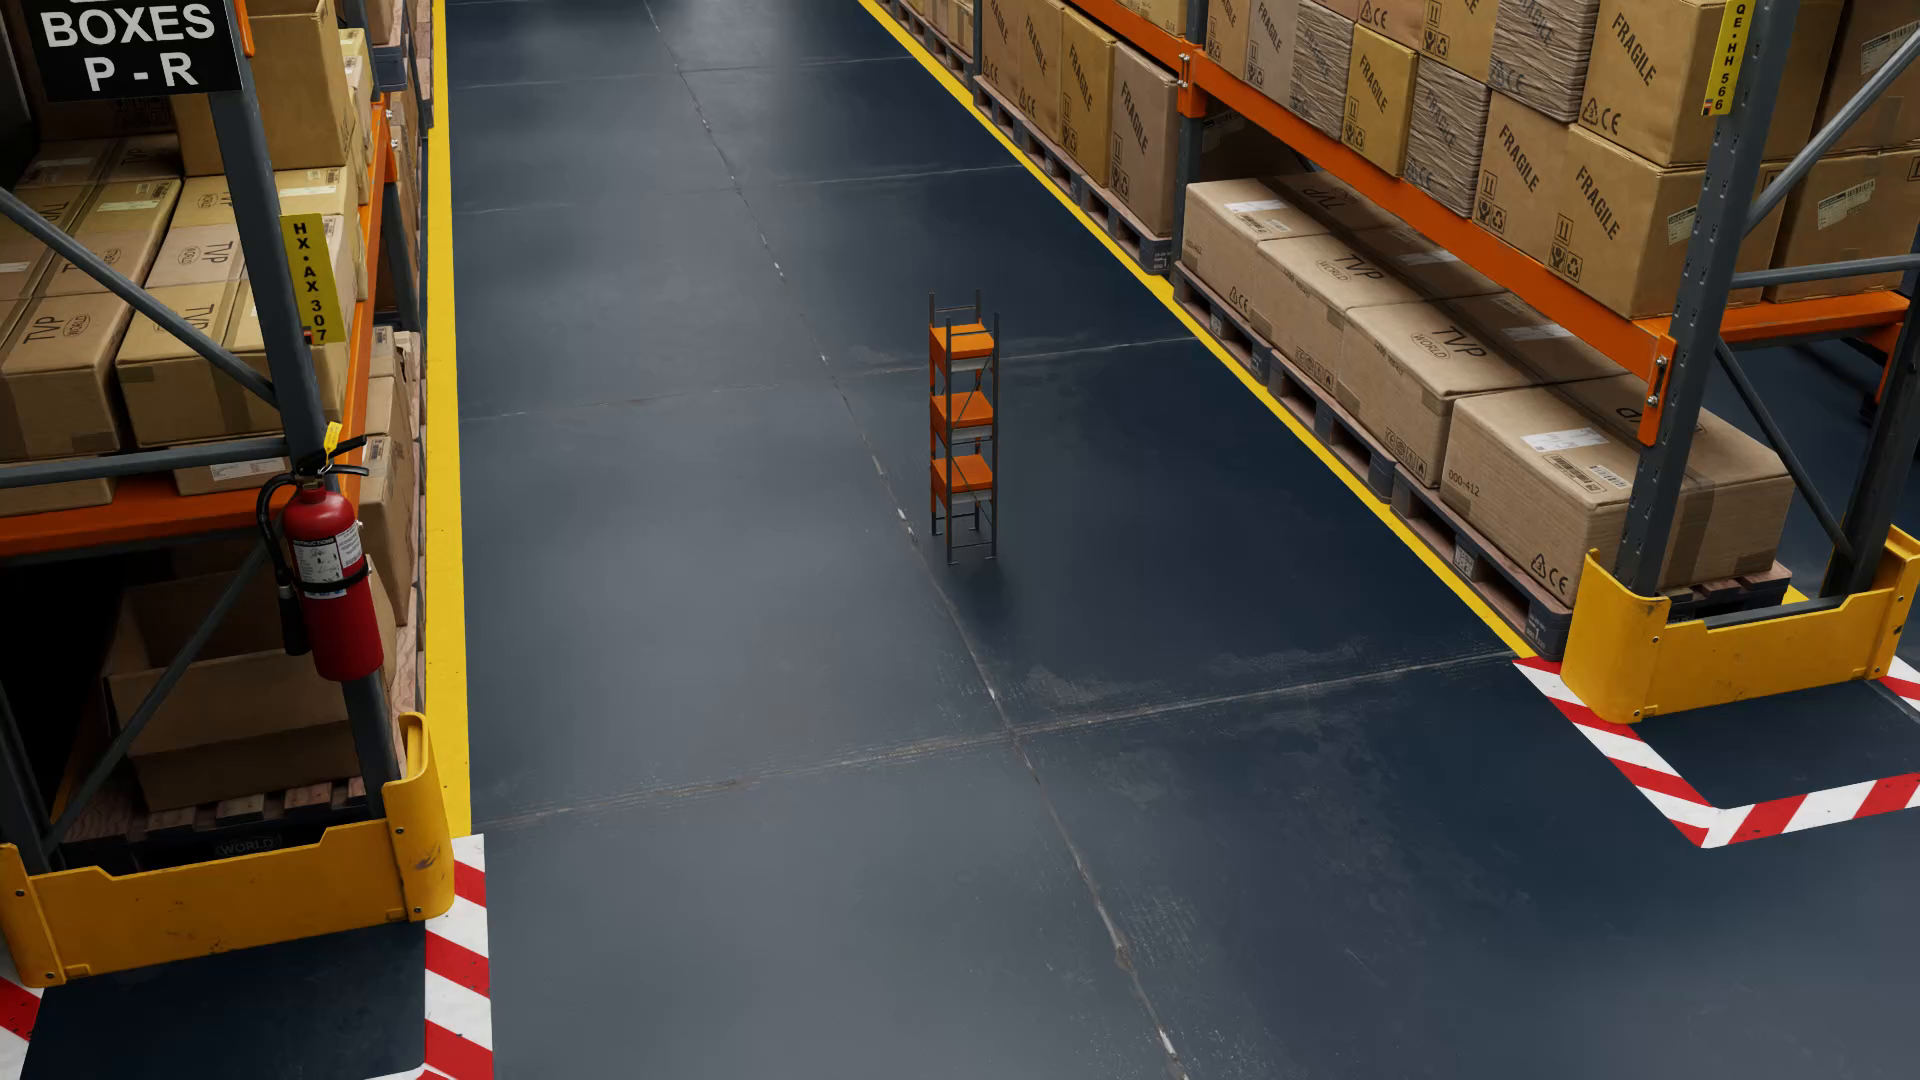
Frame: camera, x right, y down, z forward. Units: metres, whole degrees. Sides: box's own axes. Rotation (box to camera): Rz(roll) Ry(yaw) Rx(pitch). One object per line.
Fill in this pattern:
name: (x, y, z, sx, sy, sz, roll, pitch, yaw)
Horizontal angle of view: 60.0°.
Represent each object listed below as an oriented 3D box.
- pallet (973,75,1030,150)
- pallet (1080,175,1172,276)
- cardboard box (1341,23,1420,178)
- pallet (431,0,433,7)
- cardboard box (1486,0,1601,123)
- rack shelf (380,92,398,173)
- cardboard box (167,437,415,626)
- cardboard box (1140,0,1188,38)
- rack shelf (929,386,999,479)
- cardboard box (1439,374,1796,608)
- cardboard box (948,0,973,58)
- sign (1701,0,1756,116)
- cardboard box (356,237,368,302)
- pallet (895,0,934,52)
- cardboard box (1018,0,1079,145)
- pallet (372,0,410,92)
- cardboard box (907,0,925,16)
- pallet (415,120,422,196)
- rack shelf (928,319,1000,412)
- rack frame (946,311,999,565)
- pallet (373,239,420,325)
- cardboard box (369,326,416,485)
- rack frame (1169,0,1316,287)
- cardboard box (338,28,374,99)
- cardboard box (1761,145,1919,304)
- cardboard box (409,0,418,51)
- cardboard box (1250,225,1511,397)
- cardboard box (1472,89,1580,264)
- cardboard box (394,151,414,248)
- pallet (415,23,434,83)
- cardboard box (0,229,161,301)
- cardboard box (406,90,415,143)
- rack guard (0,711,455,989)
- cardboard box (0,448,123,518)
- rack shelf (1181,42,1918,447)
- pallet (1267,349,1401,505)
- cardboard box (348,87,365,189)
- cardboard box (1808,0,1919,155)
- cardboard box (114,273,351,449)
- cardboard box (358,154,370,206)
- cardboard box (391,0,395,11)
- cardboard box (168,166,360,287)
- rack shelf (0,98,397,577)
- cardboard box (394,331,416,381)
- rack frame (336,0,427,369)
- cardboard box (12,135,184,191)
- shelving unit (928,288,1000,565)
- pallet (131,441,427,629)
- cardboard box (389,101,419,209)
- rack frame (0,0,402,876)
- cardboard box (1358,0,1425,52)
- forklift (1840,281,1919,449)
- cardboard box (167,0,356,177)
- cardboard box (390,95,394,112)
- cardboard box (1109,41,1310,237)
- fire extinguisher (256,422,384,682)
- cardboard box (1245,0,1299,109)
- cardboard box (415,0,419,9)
pallet: (0.731, -3.100, 11.896, 1.003, 0.211, 1.213, -8, 31, -13)
pallet: (1.378, -1.922, 9.860, 1.003, 0.211, 1.213, -8, 31, -13)
cardboard box: (1.920, -1.815, 6.791, 0.500, 0.500, 0.500, -7, 31, -12)
pallet: (-5.423, -5.151, 15.439, 1.003, 0.211, 1.213, -8, 31, -13)
cardboard box: (2.193, -1.760, 5.699, 0.500, 0.500, 0.500, -8, 31, -13)
rack shelf: (-3.660, -2.759, 9.241, 1.077, 0.370, 4.000, -8, 31, -13)
cardboard box: (-2.328, 0.002, 5.829, 0.700, 0.500, 0.500, -7, 31, -11)
cardboard box: (1.294, -2.884, 8.889, 0.500, 0.250, 0.500, -9, 31, -14)
rack shelf: (0.014, -0.419, 6.448, 0.215, 0.259, 0.240, -8, 31, -13)
cardboard box: (2.446, -0.213, 6.261, 0.875, 0.438, 0.875, -9, 31, -15)
cardboard box: (0.454, -4.017, 12.899, 0.950, 0.372, 0.625, -10, 32, -17)
sign: (2.191, -1.373, 4.735, 0.100, 0.325, 0.005, -8, 31, -13)
cardboard box: (-2.184, -0.888, 5.540, 0.380, 0.149, 0.250, -9, 31, -15)
pallet: (0.068, -4.457, 14.240, 1.003, 0.211, 1.213, -8, 31, -13)
cardboard box: (0.930, -3.184, 10.959, 0.875, 0.875, 0.875, -7, 31, -13)
pallet: (-3.236, -2.422, 8.131, 1.003, 0.211, 1.213, -8, 31, -13)
cardboard box: (0.054, -4.739, 14.147, 0.950, 0.372, 0.625, -7, 31, -12)
pallet: (-4.029, -2.464, 10.796, 1.003, 0.211, 1.213, -8, 31, -13)
rack shelf: (0.014, -0.665, 6.305, 0.215, 0.259, 0.240, -8, 31, -13)
rack frame: (0.047, -0.370, 6.341, 0.200, 1.050, 0.008, -8, 31, -13)
pallet: (-3.381, -1.285, 8.760, 1.003, 0.211, 1.213, -8, 31, -13)
cardboard box: (-2.603, -0.500, 6.695, 0.700, 0.500, 0.500, -9, 31, -15)
rack frame: (1.656, -2.766, 8.535, 1.000, 3.000, 0.127, -8, 31, -13)
cardboard box: (-2.759, -1.955, 6.986, 0.500, 0.250, 0.500, -7, 31, -12)
cardboard box: (2.867, -1.148, 5.639, 0.500, 0.500, 0.500, -8, 31, -14)
cardboard box: (-4.703, -4.133, 12.848, 0.875, 0.625, 0.625, -9, 31, -15)
cardboard box: (1.957, -1.089, 7.776, 0.875, 0.438, 0.875, -9, 31, -15)
cardboard box: (2.216, -1.320, 5.936, 0.500, 0.500, 0.500, -8, 31, -14)
cardboard box: (-3.191, -1.724, 8.810, 0.500, 0.500, 0.500, -8, 31, -14)
pallet: (-4.692, -3.820, 13.140, 1.003, 0.211, 1.213, -8, 31, -13)
cardboard box: (-2.581, -0.672, 4.770, 0.500, 0.250, 0.500, -8, 31, -13)
cardboard box: (-3.748, -2.718, 10.527, 0.500, 0.500, 0.500, -8, 31, -14)
rack guard: (-2.087, 0.873, 4.743, 1.175, 0.500, 0.348, -8, 31, -13)
cardboard box: (-2.414, -0.188, 4.332, 0.380, 0.149, 0.250, -8, 31, -14)
rack shelf: (2.187, -1.489, 7.046, 1.077, 0.370, 4.000, -8, 31, -13)
pallet: (2.110, -0.591, 7.561, 1.003, 0.211, 1.213, -8, 31, -13)
cardboard box: (-2.492, -1.472, 6.152, 0.500, 0.250, 0.500, -8, 31, -14)
cardboard box: (2.865, -1.580, 5.388, 0.500, 0.500, 0.500, -9, 31, -14)
cardboard box: (-1.928, -0.491, 4.457, 0.500, 0.250, 0.500, -8, 31, -13)
cardboard box: (-2.480, -1.380, 6.391, 0.380, 0.149, 0.250, -8, 31, -14)
cardboard box: (-3.179, -2.843, 8.148, 0.700, 0.500, 0.500, -8, 31, -13)
cardboard box: (-2.200, -0.979, 5.300, 0.500, 0.250, 0.500, -8, 31, -14)
rack shelf: (-2.598, -0.827, 5.903, 1.077, 0.370, 4.000, -8, 31, -13)
cardboard box: (-2.698, -0.822, 7.603, 0.380, 0.149, 0.250, -9, 31, -15)
rack frame: (-3.129, -2.104, 7.391, 1.000, 3.000, 0.127, -8, 31, -13)
cardboard box: (-2.846, -1.165, 5.621, 0.500, 0.250, 0.500, -8, 31, -13)
shelving unit: (0.014, -0.429, 6.442, 0.215, 1.050, 0.252, -8, 31, -13)
pallet: (-2.620, 0.025, 6.497, 1.003, 0.211, 1.213, -8, 31, -13)
cardboard box: (-3.451, -2.217, 9.662, 0.500, 0.500, 0.500, -9, 31, -15)
rack frame: (-2.067, -0.173, 4.054, 1.000, 3.000, 0.127, -8, 31, -13)
cardboard box: (1.933, -2.242, 6.532, 0.500, 0.500, 0.500, -8, 31, -14)
forklift: (4.769, -1.696, 6.754, 1.130, 2.935, 3.031, -5, 30, -9)
cardboard box: (-2.326, -1.540, 5.521, 0.500, 0.500, 0.500, -7, 31, -12)
cardboard box: (-3.490, -2.568, 9.621, 0.380, 0.149, 0.250, -9, 31, -16)
cardboard box: (1.414, -2.317, 9.461, 0.875, 0.875, 0.875, -7, 31, -12)
fire extinguisher: (-1.583, 0.032, 4.150, 0.296, 0.674, 0.183, -8, 31, -13)
cardboard box: (1.658, -2.304, 7.637, 0.500, 0.500, 0.500, -8, 31, -13)
cardboard box: (-5.103, -4.872, 14.124, 0.875, 0.625, 0.625, -6, 31, -11)
